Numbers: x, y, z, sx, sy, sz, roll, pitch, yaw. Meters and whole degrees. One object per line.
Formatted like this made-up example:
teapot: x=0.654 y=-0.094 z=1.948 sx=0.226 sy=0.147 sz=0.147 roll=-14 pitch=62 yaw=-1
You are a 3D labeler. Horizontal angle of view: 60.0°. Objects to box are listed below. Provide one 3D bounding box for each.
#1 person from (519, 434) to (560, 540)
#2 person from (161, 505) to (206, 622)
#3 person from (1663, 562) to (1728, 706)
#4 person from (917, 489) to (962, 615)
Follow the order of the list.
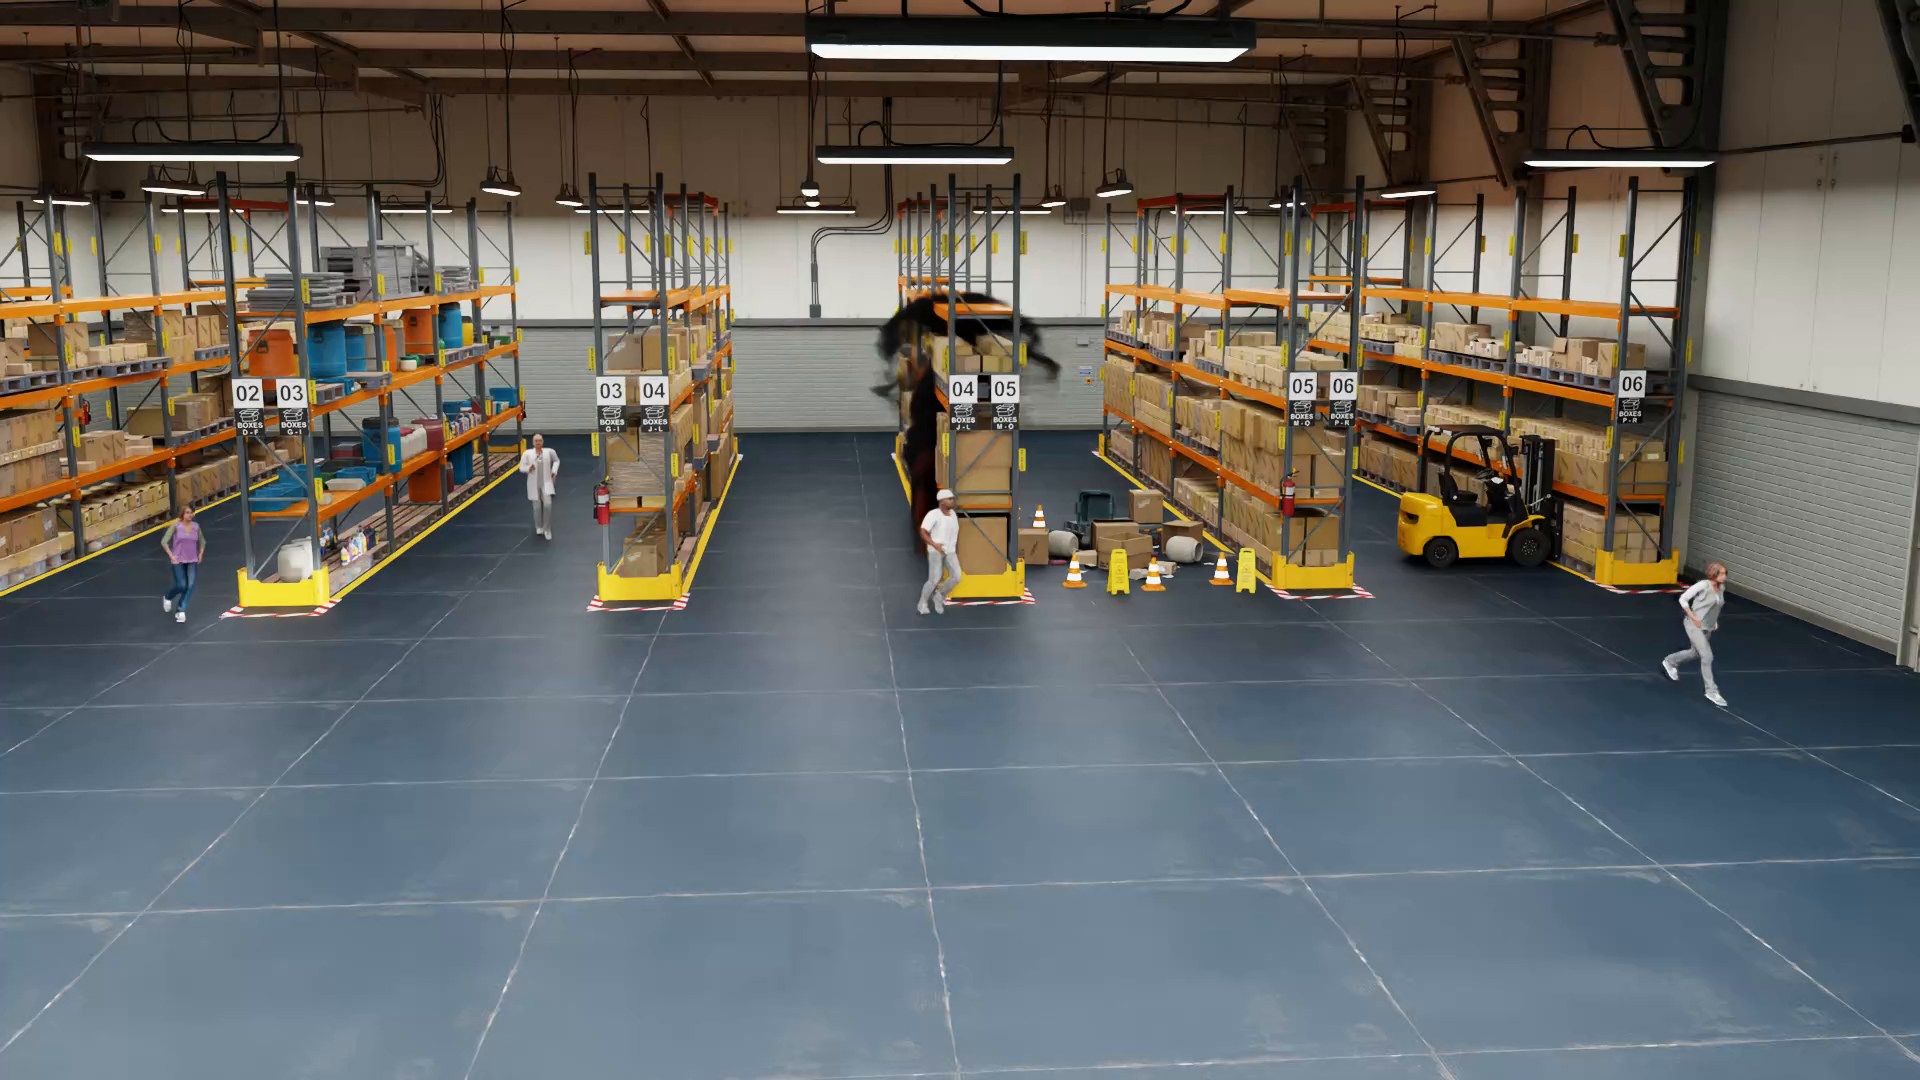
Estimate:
person: x=-7.258 y=-0.913 z=28.785 sx=0.685 sy=1.826 sz=0.777 roll=-3 pitch=10 yaw=-14
person: x=-10.554 y=0.297 z=22.631 sx=0.525 sy=1.555 sz=0.554 roll=9 pitch=13 yaw=41
person: x=8.232 y=0.987 z=18.607 sx=0.544 sy=1.573 sz=0.922 roll=-4 pitch=11 yaw=-22
person: x=-0.221 y=0.156 z=22.819 sx=0.764 sy=1.706 sz=0.600 roll=-9 pitch=13 yaw=-40
